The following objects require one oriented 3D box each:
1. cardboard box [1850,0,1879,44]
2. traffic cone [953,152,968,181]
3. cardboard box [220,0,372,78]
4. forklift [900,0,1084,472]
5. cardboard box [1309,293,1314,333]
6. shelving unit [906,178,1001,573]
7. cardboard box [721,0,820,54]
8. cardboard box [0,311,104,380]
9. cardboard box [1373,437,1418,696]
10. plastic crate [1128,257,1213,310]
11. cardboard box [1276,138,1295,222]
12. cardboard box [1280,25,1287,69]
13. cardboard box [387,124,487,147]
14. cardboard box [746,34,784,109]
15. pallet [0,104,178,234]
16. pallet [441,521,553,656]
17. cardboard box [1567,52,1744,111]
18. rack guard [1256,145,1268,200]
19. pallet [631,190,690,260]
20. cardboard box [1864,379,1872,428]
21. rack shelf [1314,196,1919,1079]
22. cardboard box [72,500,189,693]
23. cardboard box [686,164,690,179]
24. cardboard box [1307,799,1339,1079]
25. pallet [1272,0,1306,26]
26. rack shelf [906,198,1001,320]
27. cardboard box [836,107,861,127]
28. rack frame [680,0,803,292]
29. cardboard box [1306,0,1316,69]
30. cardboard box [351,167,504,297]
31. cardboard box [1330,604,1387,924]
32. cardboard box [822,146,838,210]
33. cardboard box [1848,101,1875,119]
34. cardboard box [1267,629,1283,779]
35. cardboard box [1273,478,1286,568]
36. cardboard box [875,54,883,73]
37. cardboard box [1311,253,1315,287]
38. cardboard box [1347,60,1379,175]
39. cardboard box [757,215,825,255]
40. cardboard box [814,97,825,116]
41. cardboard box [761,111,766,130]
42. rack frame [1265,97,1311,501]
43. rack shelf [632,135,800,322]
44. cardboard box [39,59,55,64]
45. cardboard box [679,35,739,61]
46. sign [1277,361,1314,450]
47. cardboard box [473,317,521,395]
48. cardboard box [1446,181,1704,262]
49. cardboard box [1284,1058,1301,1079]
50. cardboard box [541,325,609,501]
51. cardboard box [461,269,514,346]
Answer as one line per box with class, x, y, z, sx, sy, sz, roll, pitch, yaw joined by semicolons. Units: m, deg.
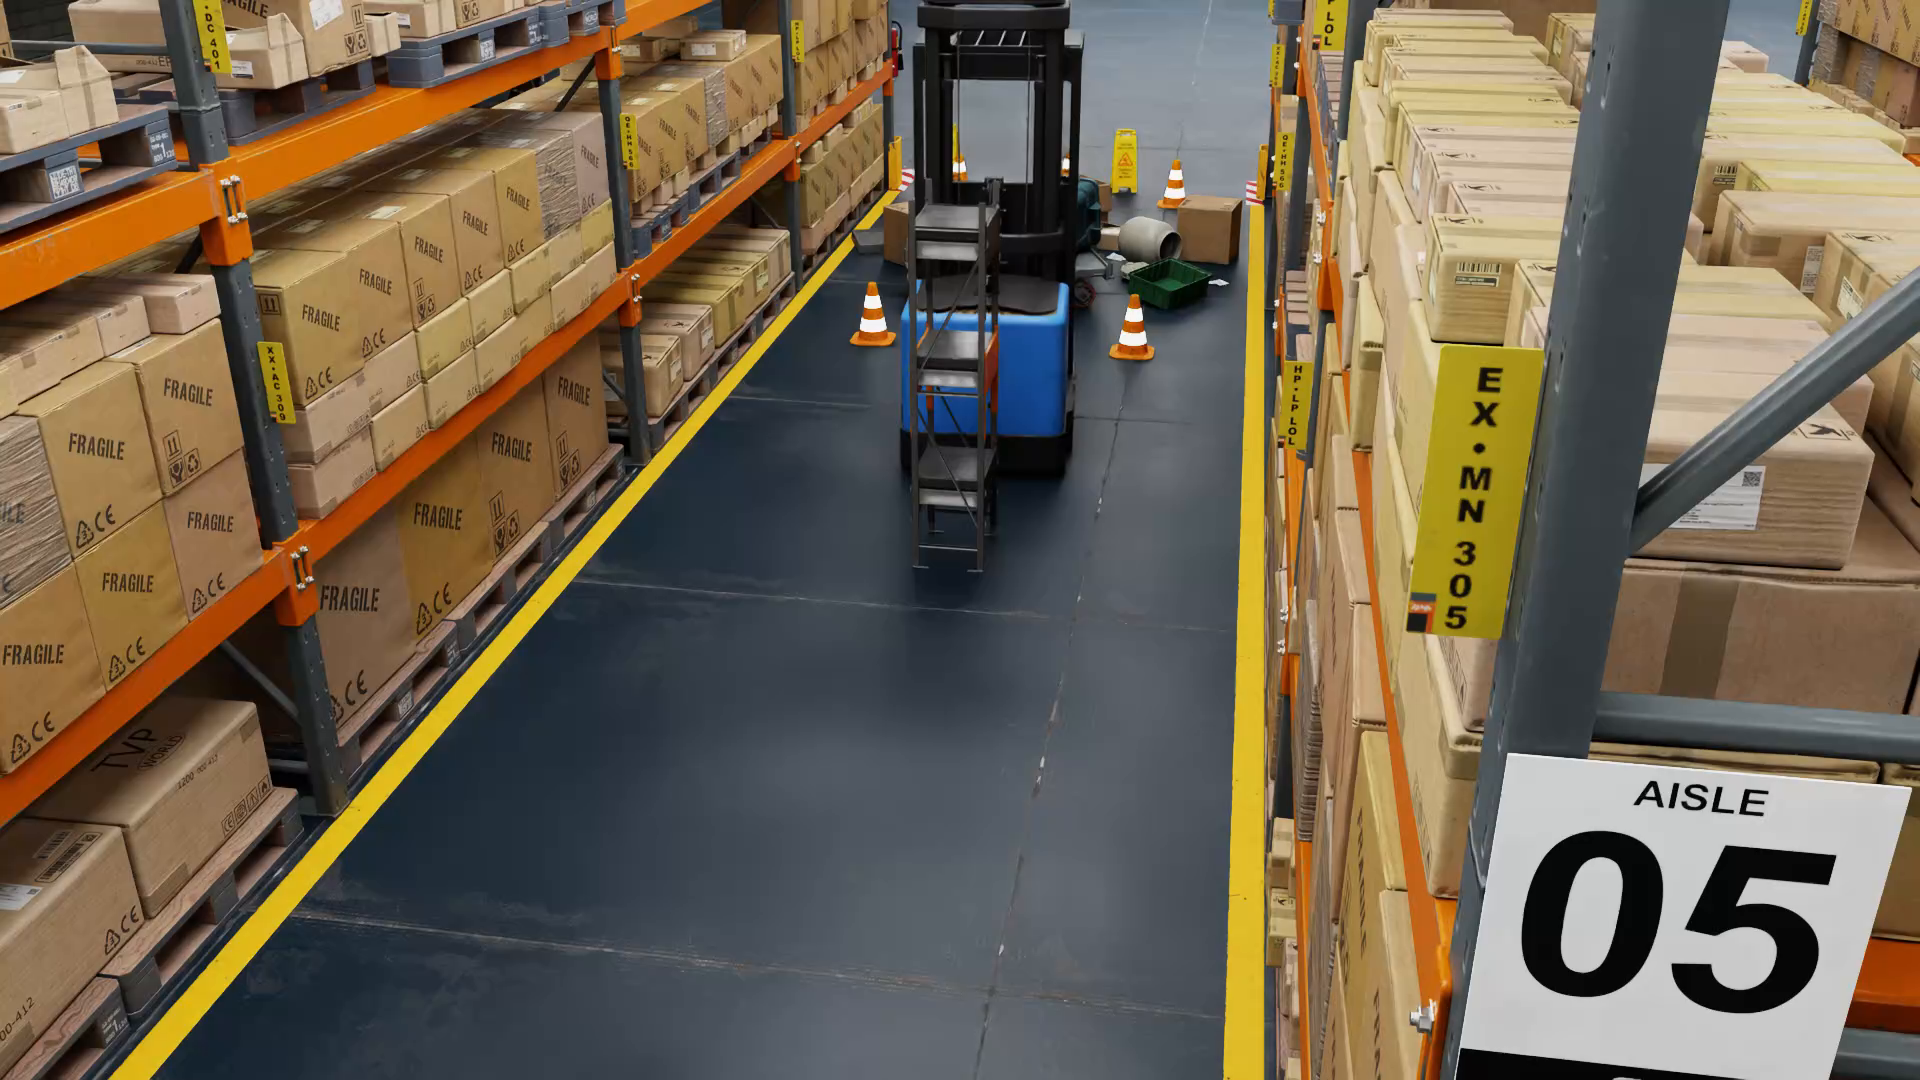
cardboard box;8.039;-4.548;14.280;0.500;0.500;0.500;4;25;9
traffic cone;-0.007;-3.813;17.350;0.336;0.463;0.334;4;25;9
cardboard box;-2.741;-2.155;6.663;0.500;0.500;0.500;4;25;8
forklift;0.261;-2.345;11.302;1.130;2.935;3.031;2;25;4
cardboard box;1.980;-1.149;8.468;0.380;0.149;0.250;5;26;11
shelving unit;-0.027;-0.882;9.157;0.431;2.100;0.503;4;25;9
cardboard box;-1.578;-4.360;13.878;0.700;0.500;0.500;4;25;8
cardboard box;-3.108;-0.647;5.531;0.380;0.149;0.250;4;25;9
cardboard box;0.965;0.049;2.747;0.500;0.250;0.500;4;25;9
plastic crate;1.772;-2.173;14.104;0.450;0.188;0.662;29;36;30
cardboard box;2.436;-2.469;11.368;0.500;0.500;0.500;4;25;9
cardboard box;3.106;-4.204;13.743;0.875;0.550;0.550;4;25;9
cardboard box;-2.911;-1.986;9.156;0.500;0.500;0.500;4;25;9
cardboard box;-1.713;-3.719;13.193;0.500;0.500;0.500;4;25;8
pallet;-3.315;-1.189;5.318;1.003;0.211;1.213;4;25;9
pallet;-2.922;0.211;9.050;1.003;0.211;1.213;4;25;9
cardboard box;1.757;-1.141;4.228;0.380;0.149;0.250;5;26;10
rack guard;3.694;-3.808;17.296;1.175;0.500;0.348;4;25;9
pallet;-2.506;-2.104;10.932;1.213;0.211;1.003;4;25;9
cardboard box;1.488;-0.139;2.558;0.500;0.250;0.500;4;25;8
rack shelf;1.402;-0.108;3.752;1.077;0.370;4.000;4;25;9
cardboard box;-3.073;0.170;5.731;0.500;0.500;0.500;3;25;7
cardboard box;-2.083;-2.531;11.421;0.380;0.149;0.250;6;26;12
cardboard box;1.057;0.948;3.717;0.500;0.500;0.500;4;25;9
pallet;2.436;-3.130;9.584;1.213;0.211;1.003;5;26;11
rack shelf;-0.027;-1.503;8.866;0.431;0.518;0.480;4;25;9
cardboard box;-1.166;-4.083;16.033;0.380;0.149;0.250;5;26;11
rack frame;-1.864;-3.558;13.813;1.000;3.000;0.127;4;25;9
cardboard box;1.952;-2.558;8.021;0.500;0.500;0.500;4;25;9
cardboard box;-2.597;-1.515;8.151;0.500;0.500;0.500;4;25;8
cardboard box;1.064;0.490;3.516;0.500;0.500;0.500;5;26;11
cardboard box;-1.425;-3.295;15.115;0.500;0.500;0.500;5;26;11
cardboard box;7.944;-3.707;14.428;0.380;0.149;0.250;4;25;9
cardboard box;1.601;0.704;7.162;0.500;0.500;0.500;4;25;8
cardboard box;1.771;-0.074;7.939;0.500;0.250;0.500;3;25;6
cardboard box;-0.992;-4.832;16.832;0.380;0.149;0.250;4;25;8
cardboard box;2.023;-1.382;8.614;0.380;0.149;0.250;3;25;7
cardboard box;1.414;-1.244;4.918;0.500;0.250;0.500;5;26;10
cardboard box;-1.501;-2.731;14.794;0.500;0.250;0.500;3;25;6
cardboard box;-1.417;-3.877;14.791;0.380;0.149;0.250;5;26;10
cardboard box;-1.736;-3.291;13.043;0.380;0.149;0.250;3;25;7
rack frame;2.383;-1.584;9.596;1.000;3.000;0.127;4;25;9
rack shelf;-2.190;-2.396;12.178;1.077;0.370;4.000;4;25;9
cardboard box;-7.189;-3.786;13.417;0.380;0.149;0.250;4;25;8
cardboard box;-1.838;-3.608;12.190;0.380;0.149;0.250;3;25;6
sign;1.181;-0.473;5.856;0.100;0.325;0.005;4;25;9
cardboard box;-2.565;-0.948;8.414;0.500;0.250;0.500;4;25;8
cardboard box;1.055;-0.519;2.899;0.380;0.149;0.250;3;25;7
cardboard box;1.178;1.728;5.036;0.380;0.149;0.250;4;25;8
cardboard box;-2.712;-0.830;9.995;0.875;0.875;0.875;4;25;8
cardboard box;-2.574;-1.176;8.311;0.500;0.250;0.500;3;25;7
